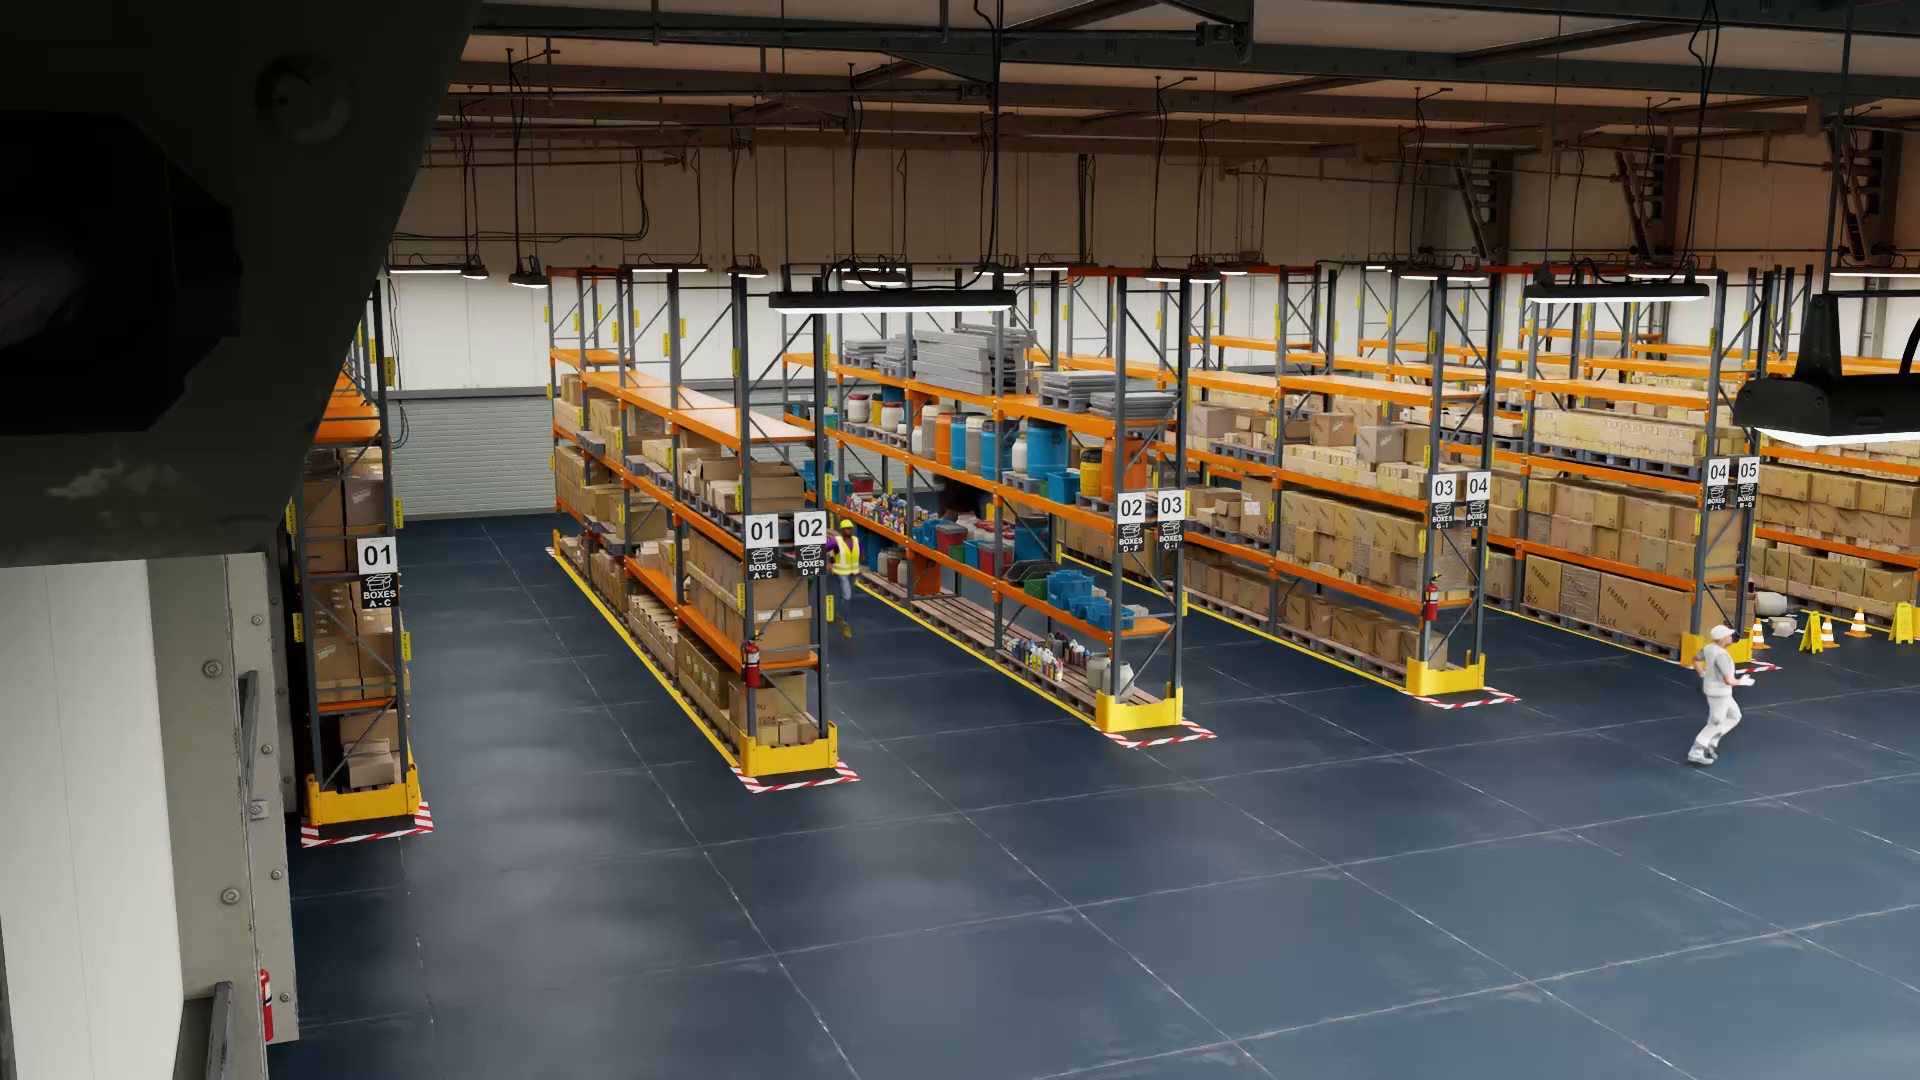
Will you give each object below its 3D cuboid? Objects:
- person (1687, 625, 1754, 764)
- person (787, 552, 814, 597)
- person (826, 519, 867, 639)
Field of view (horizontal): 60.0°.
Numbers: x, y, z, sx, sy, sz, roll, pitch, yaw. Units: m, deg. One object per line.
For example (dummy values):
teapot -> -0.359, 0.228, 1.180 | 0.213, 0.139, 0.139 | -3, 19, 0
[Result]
person -> 9.415, 1.905, 20.555 | 0.698, 1.754, 0.637 | 2, 10, 12
person -> -2.676, 0.336, 28.000 | 0.631, 1.856, 0.669 | -5, 11, -29
person -> -1.804, 0.606, 26.581 | 0.672, 1.888, 0.743 | -8, 13, -39
